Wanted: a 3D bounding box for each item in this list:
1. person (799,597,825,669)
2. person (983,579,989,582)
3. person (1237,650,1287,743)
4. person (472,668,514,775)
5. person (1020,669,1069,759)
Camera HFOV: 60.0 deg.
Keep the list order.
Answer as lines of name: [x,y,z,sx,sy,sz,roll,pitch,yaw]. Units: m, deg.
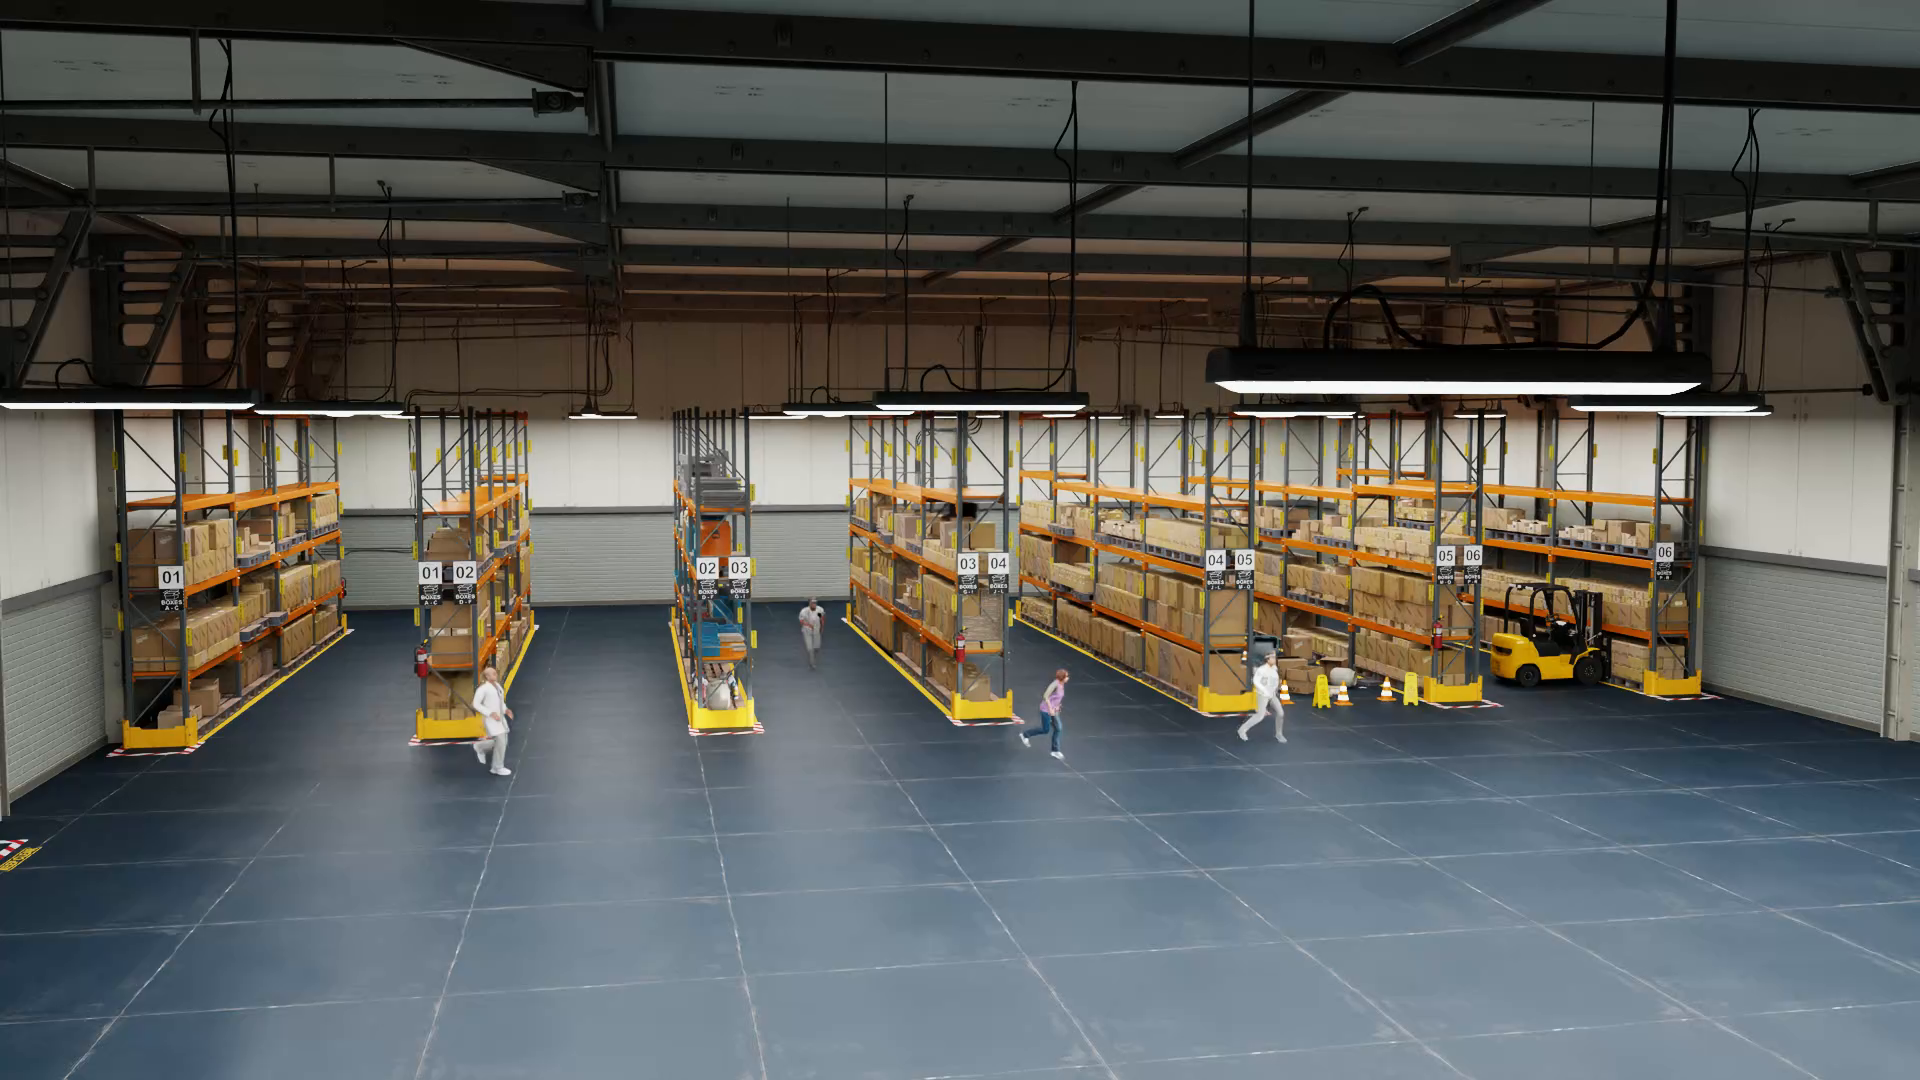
person: [-3.425,2.148,38.616,0.654,1.698,0.751,-1,4,-14]
person: [0.665,1.556,47.272,0.603,1.691,0.677,0,4,5]
person: [5.446,2.803,29.709,0.713,1.684,0.841,4,6,45]
person: [-7.650,2.941,27.058,0.719,1.744,0.712,1,4,15]
person: [1.450,2.956,28.460,0.861,1.549,0.550,1,4,20]
